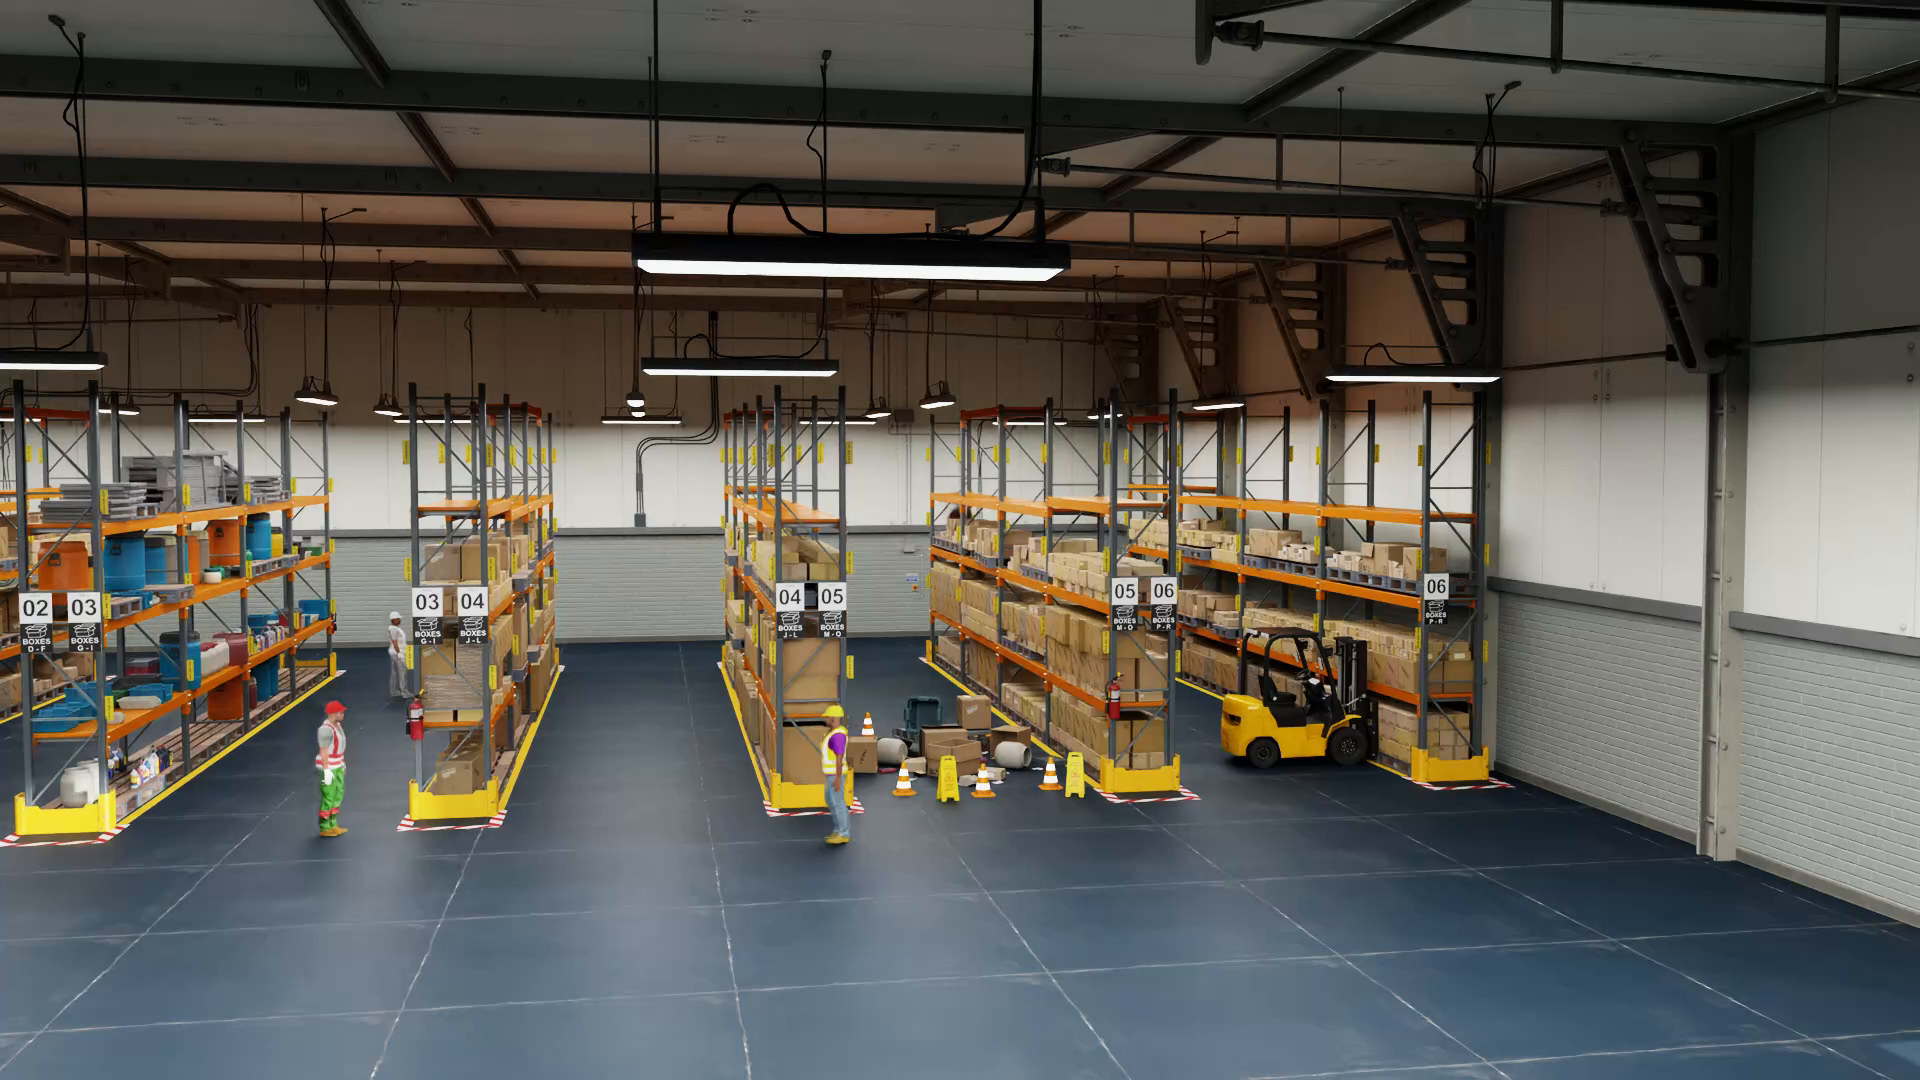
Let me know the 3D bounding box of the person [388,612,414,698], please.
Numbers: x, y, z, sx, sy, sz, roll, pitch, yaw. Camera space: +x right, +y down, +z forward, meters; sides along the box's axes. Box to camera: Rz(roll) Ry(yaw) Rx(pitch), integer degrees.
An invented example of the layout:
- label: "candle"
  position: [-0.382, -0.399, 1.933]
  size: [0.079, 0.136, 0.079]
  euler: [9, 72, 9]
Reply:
- label: "person"
  position: [-11.556, 2.364, 34.318]
  size: [0.509, 1.776, 0.645]
  euler: [-2, 3, -33]

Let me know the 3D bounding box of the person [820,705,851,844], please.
- label: "person"
  position: [-1.616, 3.033, 21.500]
  size: [0.371, 1.799, 0.699]
  euler: [-1, 3, -15]

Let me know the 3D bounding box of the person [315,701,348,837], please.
- label: "person"
  position: [-8.245, 3.000, 21.865]
  size: [0.418, 1.785, 0.603]
  euler: [0, 3, 1]
